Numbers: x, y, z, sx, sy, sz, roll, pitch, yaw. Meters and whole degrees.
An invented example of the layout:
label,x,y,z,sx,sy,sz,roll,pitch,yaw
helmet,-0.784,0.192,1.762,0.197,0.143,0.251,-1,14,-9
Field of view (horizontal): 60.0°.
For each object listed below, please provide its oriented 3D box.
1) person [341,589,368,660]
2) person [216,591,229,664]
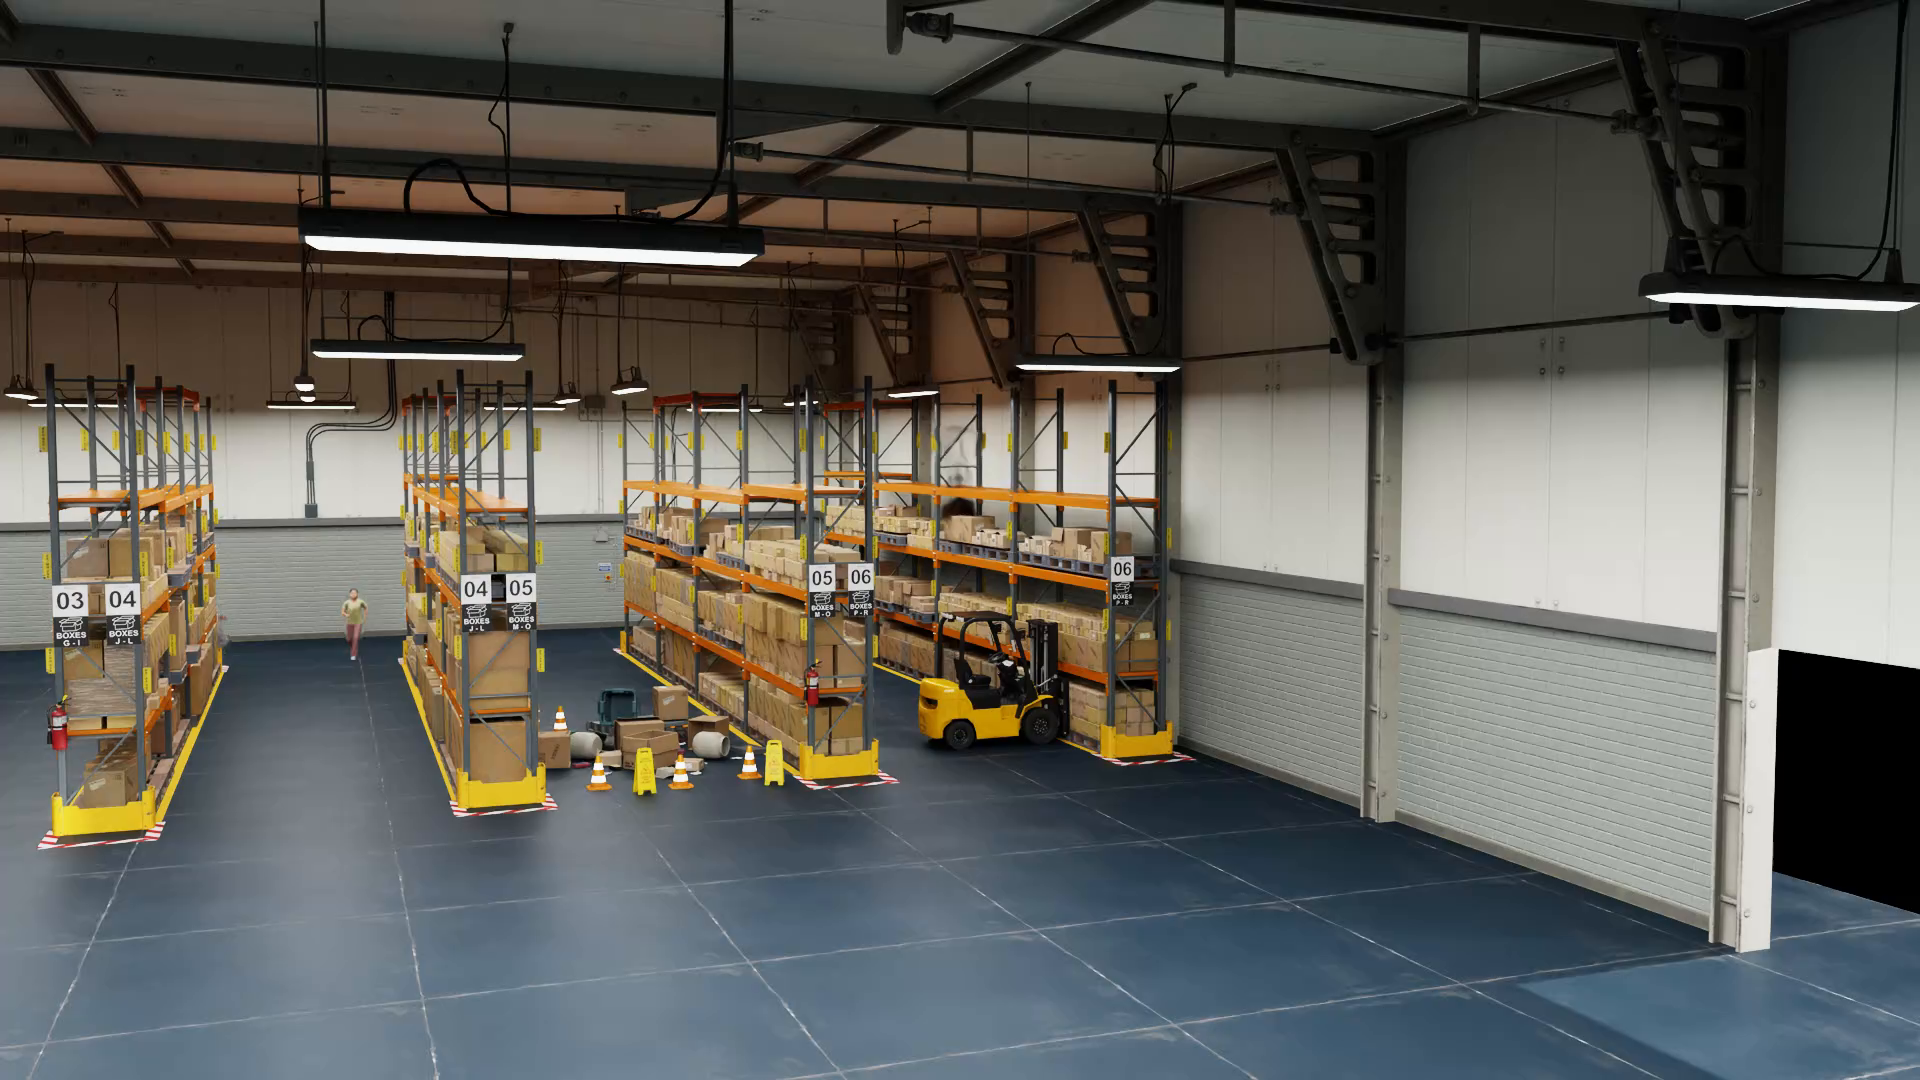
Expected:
label,x,y,z,sx,sy,sz,roll,pitch,yaw
person,-13.977,1.932,38.388,0.581,1.638,0.789,-1,3,-15
person,-16.784,1.950,37.441,0.576,1.780,0.709,-2,4,-25
